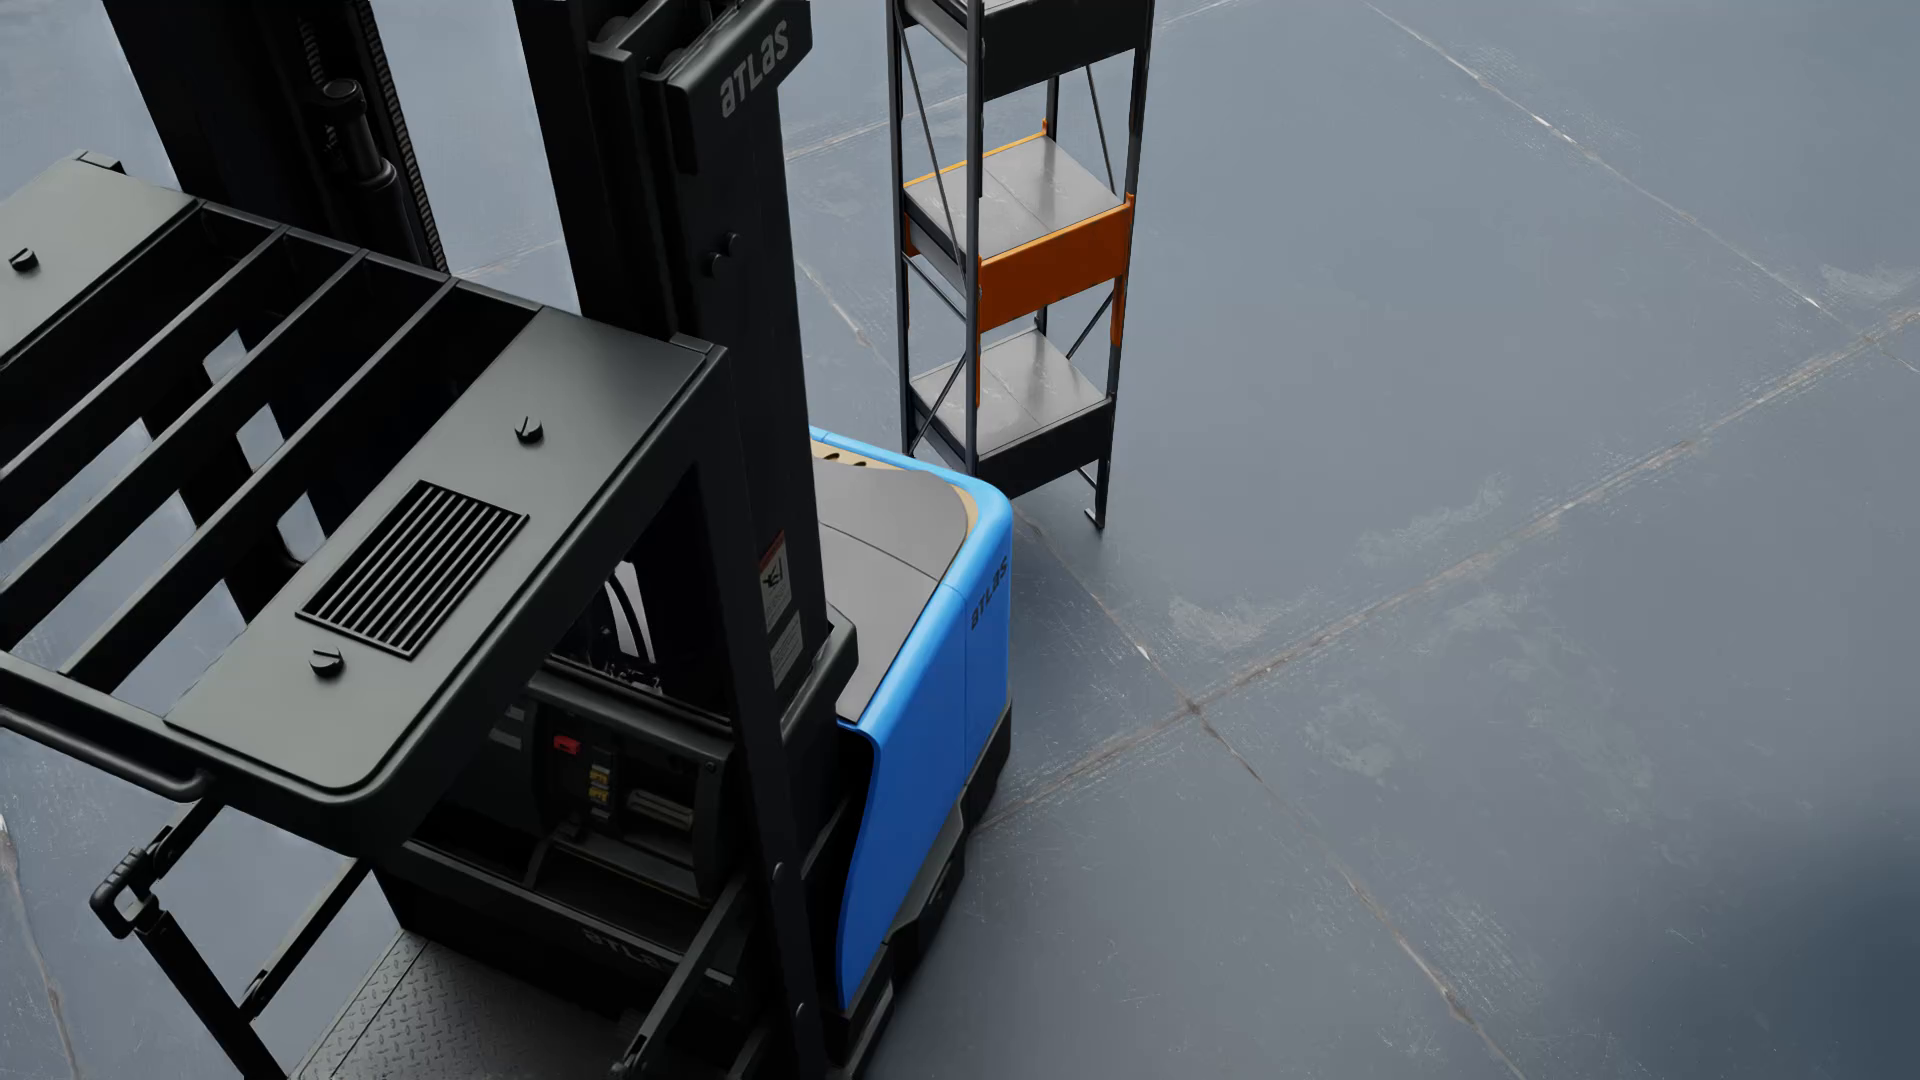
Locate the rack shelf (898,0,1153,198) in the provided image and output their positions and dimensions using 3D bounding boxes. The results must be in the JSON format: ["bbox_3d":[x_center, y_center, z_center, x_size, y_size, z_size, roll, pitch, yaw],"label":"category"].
[{"bbox_3d":[0.140,-1.221,4.012,0.480,0.518,0.431,-25,53,-21],"label":"rack shelf"}]

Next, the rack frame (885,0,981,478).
[{"bbox_3d":[-0.066,-0.667,4.438,0.015,2.100,0.400,-25,53,-21],"label":"rack frame"}]

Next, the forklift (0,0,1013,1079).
[{"bbox_3d":[-0.917,0.482,2.858,1.130,2.935,3.031,18,51,16],"label":"forklift"}]

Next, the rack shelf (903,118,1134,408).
[{"bbox_3d":[0.140,-0.755,4.535,0.480,0.518,0.431,-25,53,-21],"label":"rack shelf"}]

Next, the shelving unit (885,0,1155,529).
[{"bbox_3d":[0.140,-0.764,4.525,0.503,2.100,0.431,-25,53,-21],"label":"shelving unit"}]

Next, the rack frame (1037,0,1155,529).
[{"bbox_3d":[0.346,-0.861,4.611,0.015,2.100,0.400,-25,53,-21],"label":"rack frame"}]

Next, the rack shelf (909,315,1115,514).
[{"bbox_3d":[0.140,-0.290,5.058,0.480,0.518,0.431,-25,53,-21],"label":"rack shelf"}]
